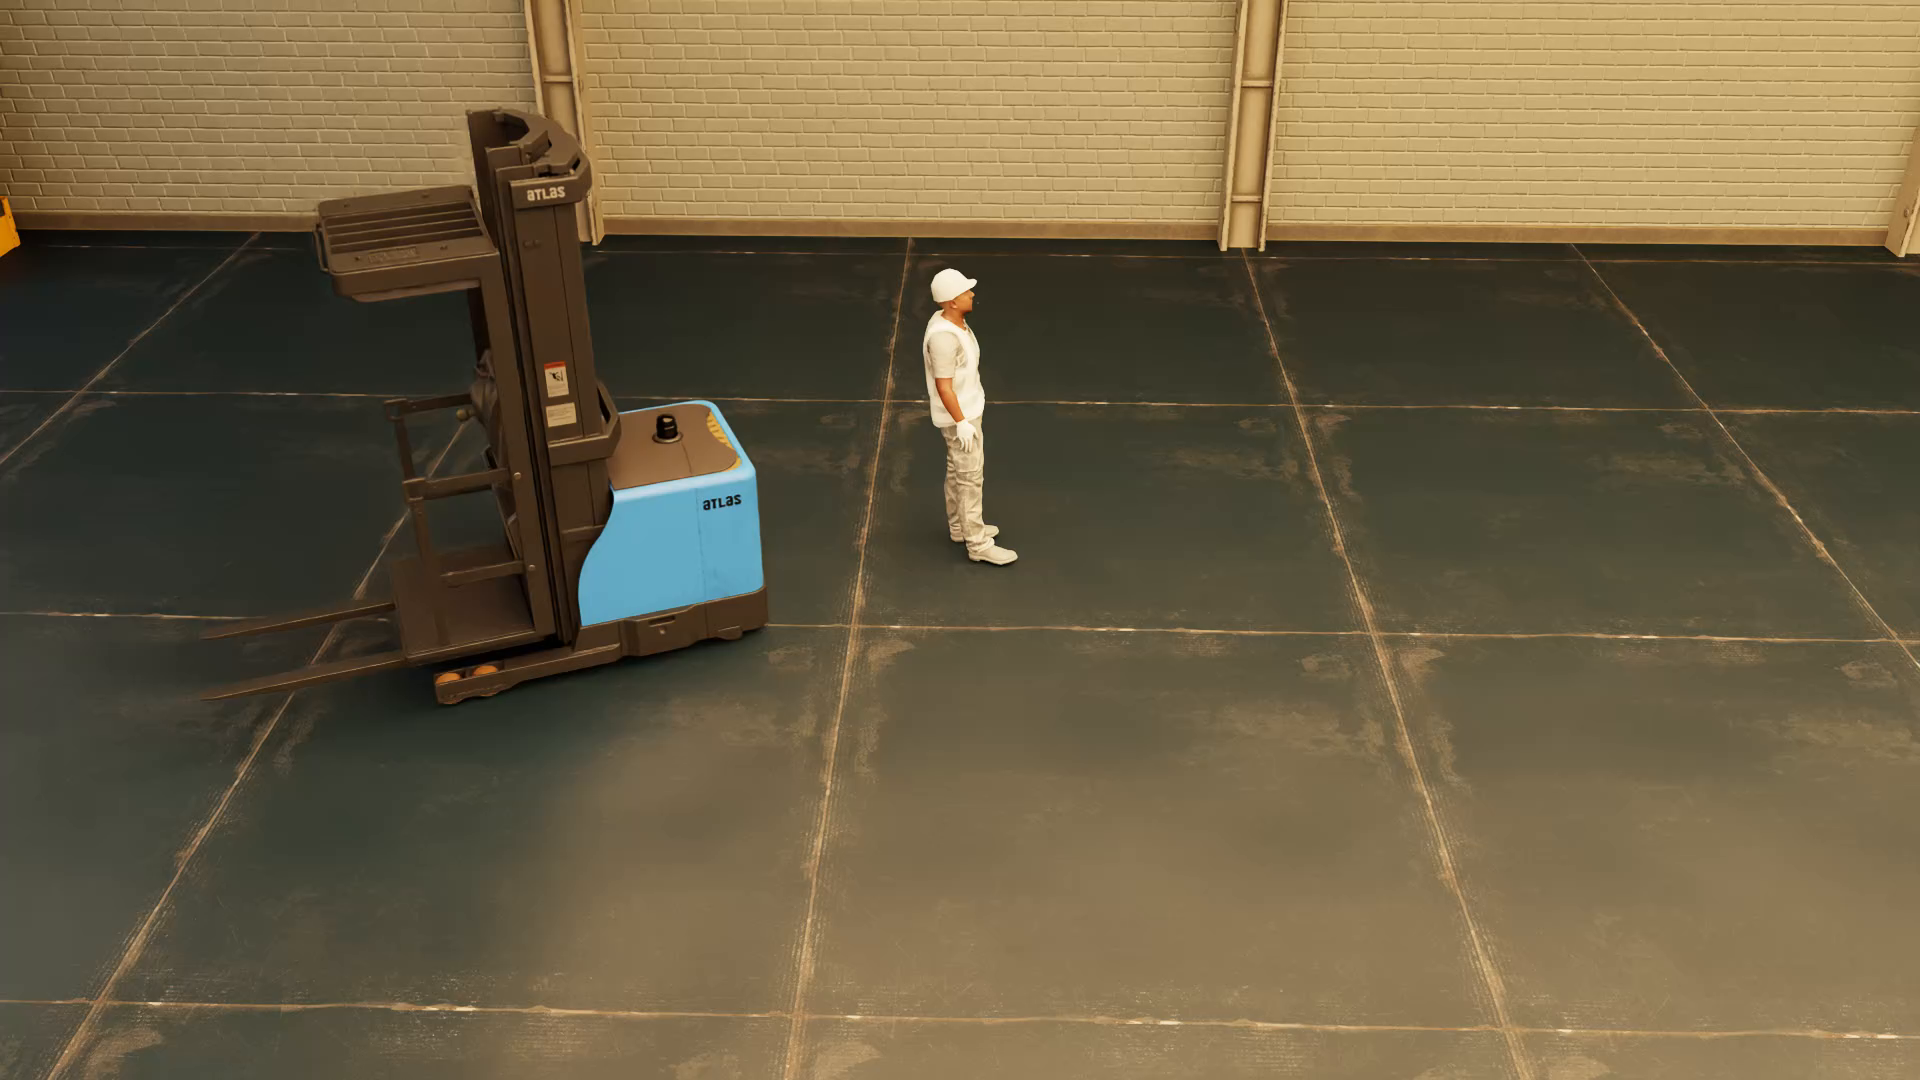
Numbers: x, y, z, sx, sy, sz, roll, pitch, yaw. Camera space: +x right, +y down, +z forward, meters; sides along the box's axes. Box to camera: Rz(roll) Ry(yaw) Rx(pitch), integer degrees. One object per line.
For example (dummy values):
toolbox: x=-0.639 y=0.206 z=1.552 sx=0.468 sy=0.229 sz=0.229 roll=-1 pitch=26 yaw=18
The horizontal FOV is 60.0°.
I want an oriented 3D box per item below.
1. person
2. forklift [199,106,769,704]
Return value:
person: x=0.072 y=-0.769 z=10.035 sx=0.575 sy=1.784 sz=0.656 roll=1 pitch=31 yaw=1
forklift: x=-2.674 y=-0.678 z=8.765 sx=3.031 sy=2.935 sz=1.130 roll=-11 pitch=32 yaw=-18
